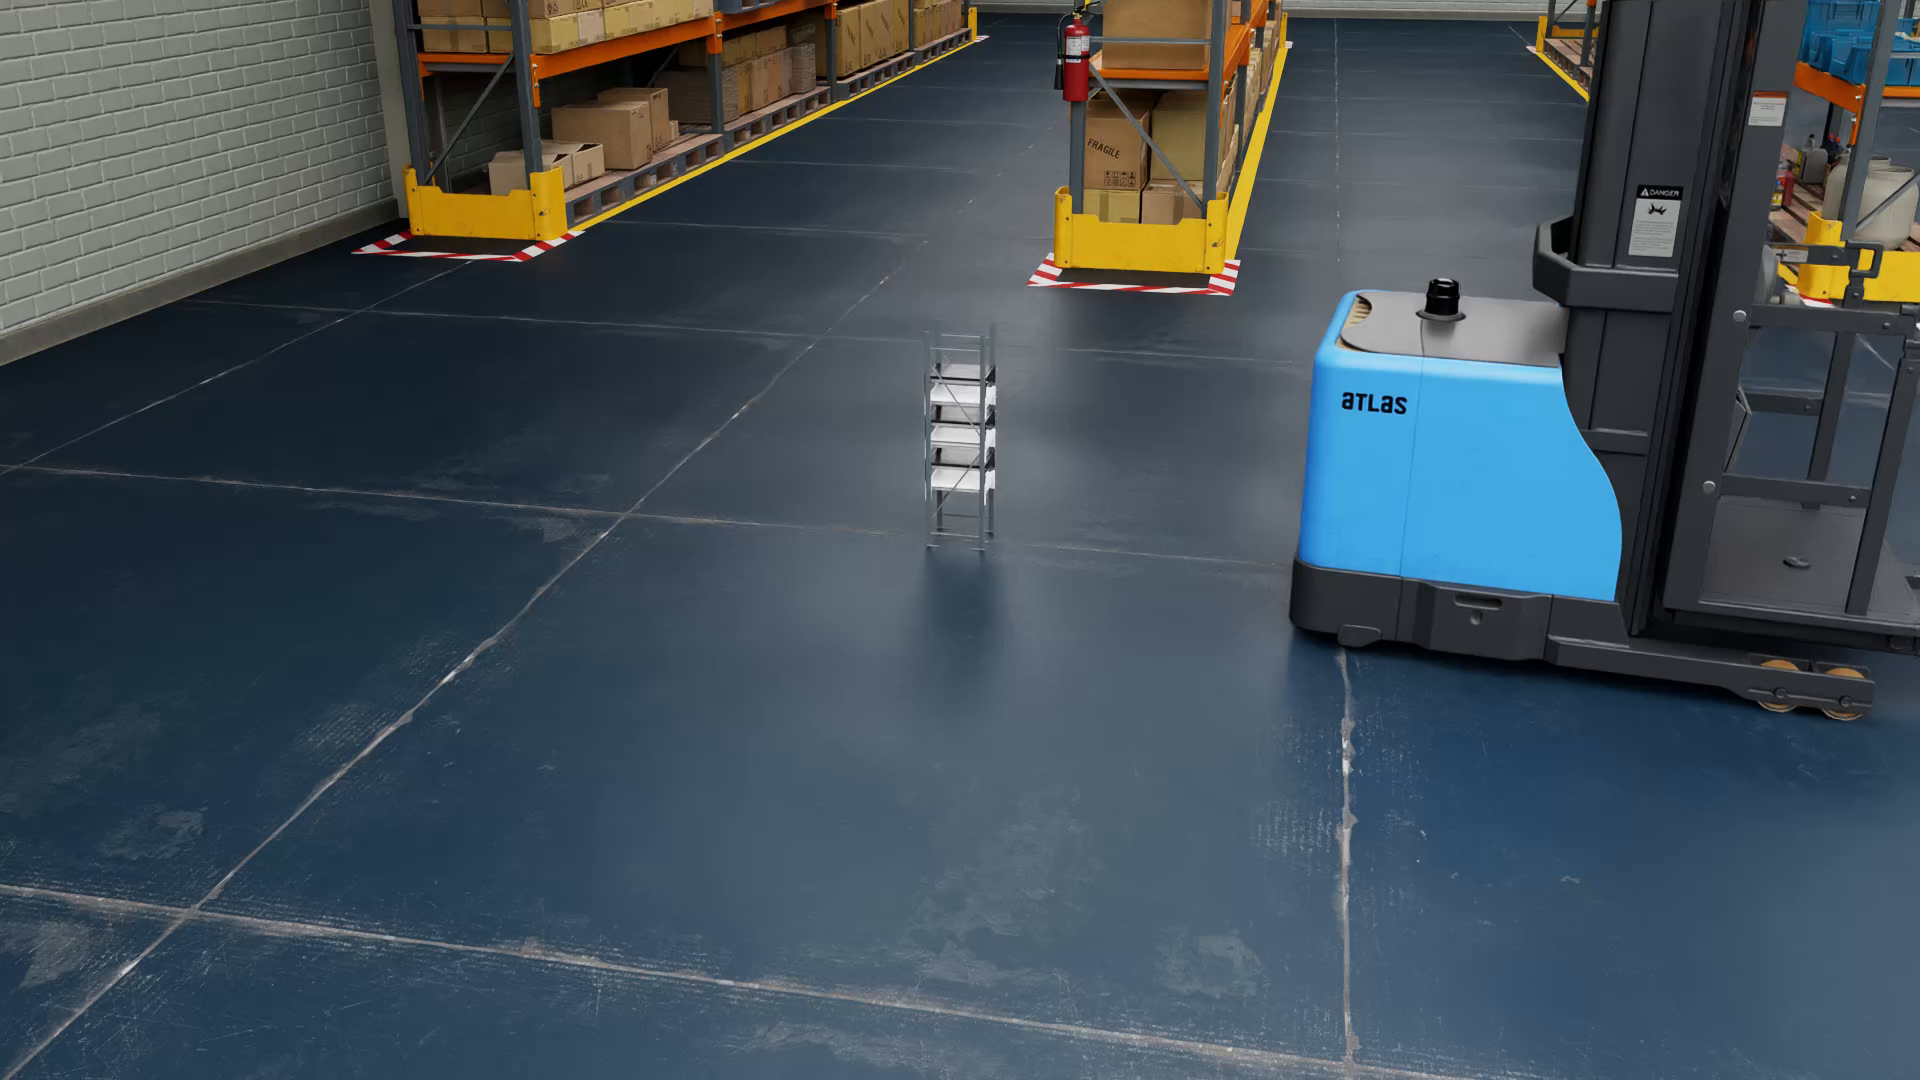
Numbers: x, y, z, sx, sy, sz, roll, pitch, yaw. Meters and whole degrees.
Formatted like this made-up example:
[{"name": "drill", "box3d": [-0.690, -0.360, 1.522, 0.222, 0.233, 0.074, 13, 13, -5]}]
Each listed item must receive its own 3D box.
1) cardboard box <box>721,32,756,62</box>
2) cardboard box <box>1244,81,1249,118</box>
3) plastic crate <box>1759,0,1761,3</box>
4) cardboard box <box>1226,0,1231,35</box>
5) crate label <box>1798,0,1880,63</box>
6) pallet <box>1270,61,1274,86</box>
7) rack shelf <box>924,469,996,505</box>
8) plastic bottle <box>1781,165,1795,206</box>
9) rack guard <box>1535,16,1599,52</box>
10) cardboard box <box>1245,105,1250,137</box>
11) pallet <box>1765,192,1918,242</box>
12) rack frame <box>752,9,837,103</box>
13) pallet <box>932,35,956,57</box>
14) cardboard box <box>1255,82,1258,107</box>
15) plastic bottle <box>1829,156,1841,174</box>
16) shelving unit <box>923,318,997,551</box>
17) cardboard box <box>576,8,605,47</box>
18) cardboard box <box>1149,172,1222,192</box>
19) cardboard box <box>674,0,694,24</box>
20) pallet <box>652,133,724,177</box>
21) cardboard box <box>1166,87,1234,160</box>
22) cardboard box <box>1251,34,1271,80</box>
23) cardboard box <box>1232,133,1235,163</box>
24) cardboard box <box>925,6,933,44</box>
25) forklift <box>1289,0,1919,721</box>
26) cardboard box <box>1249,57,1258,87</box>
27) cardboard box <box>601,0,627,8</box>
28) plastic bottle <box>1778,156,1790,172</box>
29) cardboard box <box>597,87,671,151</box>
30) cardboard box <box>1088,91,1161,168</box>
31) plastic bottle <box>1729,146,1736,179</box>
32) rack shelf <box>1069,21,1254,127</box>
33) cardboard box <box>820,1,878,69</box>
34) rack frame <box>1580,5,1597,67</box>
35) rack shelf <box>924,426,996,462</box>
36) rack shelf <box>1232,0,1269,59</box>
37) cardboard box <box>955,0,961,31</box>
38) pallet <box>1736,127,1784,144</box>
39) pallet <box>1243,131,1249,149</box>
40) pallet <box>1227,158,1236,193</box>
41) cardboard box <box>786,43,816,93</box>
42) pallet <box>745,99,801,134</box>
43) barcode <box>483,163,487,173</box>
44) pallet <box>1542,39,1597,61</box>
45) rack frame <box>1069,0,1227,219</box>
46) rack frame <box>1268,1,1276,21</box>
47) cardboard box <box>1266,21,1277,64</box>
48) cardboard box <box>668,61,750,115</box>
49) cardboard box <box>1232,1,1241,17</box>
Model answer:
[{"name": "cardboard box", "box3d": [-2.455, -5.173, 17.437, 0.500, 0.250, 0.500, 4, 22, 9]}, {"name": "cardboard box", "box3d": [2.400, -4.094, 15.371, 0.500, 0.311, 0.500, 5, 22, 11]}, {"name": "plastic crate", "box3d": [6.719, -4.633, 14.257, 0.402, 0.464, 0.583, 4, 22, 11]}, {"name": "cardboard box", "box3d": [1.886, -4.472, 13.809, 0.700, 0.500, 0.500, 4, 22, 10]}, {"name": "crate label", "box3d": [6.215, -3.650, 11.855, 0.502, 0.435, 0.616, 4, 22, 11]}, {"name": "pallet", "box3d": [3.575, -6.114, 21.752, 1.003, 0.211, 1.213, 4, 22, 11]}, {"name": "rack shelf", "box3d": [0.002, -0.223, 6.773, 0.258, 0.077, 0.200, 4, 22, 11]}, {"name": "plastic bottle", "box3d": [6.232, -2.672, 12.519, 0.061, 0.283, 0.133, 4, 22, 11]}, {"name": "rack guard", "box3d": [9.361, -7.642, 25.160, 1.175, 0.500, 0.348, 4, 22, 11]}, {"name": "cardboard box", "box3d": [2.502, -4.017, 15.931, 0.500, 0.250, 0.500, 5, 22, 12]}, {"name": "pallet", "box3d": [6.496, -2.420, 12.579, 1.003, 0.211, 1.213, 4, 22, 11]}, {"name": "rack frame", "box3d": [-1.962, -6.621, 19.279, 1.000, 3.000, 0.127, 4, 22, 11]}, {"name": "pallet", "box3d": [-0.667, -7.510, 25.219, 1.003, 0.211, 1.213, 4, 22, 11]}, {"name": "cardboard box", "box3d": [2.918, -4.765, 17.787, 0.500, 0.250, 0.500, 4, 22, 10]}, {"name": "plastic bottle", "box3d": [6.825, -2.850, 12.963, 0.061, 0.283, 0.133, 4, 22, 11]}, {"name": "shelving unit", "box3d": [0.002, -0.420, 6.693, 0.258, 0.900, 0.210, 4, 22, 11]}, {"name": "cardboard box", "box3d": [-3.092, -3.981, 12.896, 0.500, 0.250, 0.500, 4, 22, 9]}, {"name": "cardboard box", "box3d": [1.681, -2.601, 12.415, 0.500, 0.250, 0.500, 4, 22, 11]}, {"name": "cardboard box", "box3d": [-2.688, -4.720, 14.733, 0.500, 0.250, 0.500, 5, 22, 11]}, {"name": "pallet", "box3d": [-2.881, -3.617, 15.551, 1.003, 0.211, 1.213, 4, 22, 11]}, {"name": "cardboard box", "box3d": [1.892, -3.314, 13.182, 0.500, 0.500, 0.500, 4, 22, 11]}, {"name": "cardboard box", "box3d": [3.469, -5.809, 20.020, 0.500, 0.500, 0.500, 4, 22, 10]}, {"name": "cardboard box", "box3d": [2.080, -3.333, 14.233, 0.500, 0.250, 0.500, 4, 22, 11]}, {"name": "cardboard box", "box3d": [-0.787, -7.569, 24.415, 0.700, 0.500, 0.500, 4, 22, 10]}, {"name": "forklift", "box3d": [2.756, -0.996, 5.404, 3.031, 2.935, 1.130, 7, 23, 17]}, {"name": "cardboard box", "box3d": [2.817, -4.839, 17.222, 0.500, 0.311, 0.500, 4, 22, 11]}, {"name": "cardboard box", "box3d": [-2.981, -4.503, 13.190, 0.500, 0.500, 0.500, 4, 22, 9]}, {"name": "plastic bottle", "box3d": [6.374, -2.854, 12.981, 0.152, 0.276, 0.135, 4, 22, 11]}, {"name": "cardboard box", "box3d": [-2.951, -3.820, 15.081, 0.500, 0.500, 0.500, 3, 22, 7]}, {"name": "cardboard box", "box3d": [1.263, -3.172, 12.829, 0.500, 0.500, 0.500, 4, 22, 11]}, {"name": "plastic bottle", "box3d": [6.349, -3.115, 13.530, 0.144, 0.351, 0.185, 5, 22, 12]}, {"name": "rack shelf", "box3d": [1.664, -3.717, 13.031, 1.077, 0.370, 4.000, 4, 22, 11]}, {"name": "cardboard box", "box3d": [-1.499, -6.398, 21.039, 0.750, 0.750, 0.750, 4, 22, 11]}, {"name": "rack frame", "box3d": [8.553, -7.329, 21.036, 1.000, 3.000, 0.127, 4, 22, 11]}, {"name": "rack shelf", "box3d": [0.002, -0.389, 6.705, 0.258, 0.077, 0.200, 4, 22, 11]}, {"name": "rack shelf", "box3d": [2.480, -5.180, 16.663, 1.077, 0.370, 4.000, 4, 22, 11]}, {"name": "cardboard box", "box3d": [-0.375, -8.319, 26.278, 0.700, 0.500, 0.500, 4, 22, 11]}, {"name": "pallet", "box3d": [7.289, -3.847, 16.124, 1.003, 0.211, 1.213, 4, 22, 11]}, {"name": "pallet", "box3d": [2.431, -4.209, 17.021, 1.003, 0.211, 1.213, 4, 22, 11]}, {"name": "pallet", "box3d": [1.869, -3.201, 14.519, 1.003, 0.211, 1.213, 4, 22, 11]}, {"name": "cardboard box", "box3d": [-2.058, -5.399, 19.000, 0.700, 0.500, 0.500, 5, 22, 12]}, {"name": "pallet", "box3d": [-2.374, -4.597, 17.986, 1.003, 0.211, 1.213, 4, 22, 11]}, {"name": "barcode", "box3d": [-3.753, -2.940, 13.136, 0.001, 0.075, 0.075, 4, 22, 11]}, {"name": "pallet", "box3d": [9.163, -7.200, 24.448, 1.003, 0.211, 1.213, 4, 22, 11]}, {"name": "rack frame", "box3d": [1.256, -3.319, 11.080, 1.000, 3.000, 0.127, 4, 22, 11]}, {"name": "rack frame", "box3d": [3.704, -7.708, 21.977, 1.000, 3.000, 0.127, 4, 22, 11]}, {"name": "cardboard box", "box3d": [3.884, -6.550, 21.860, 0.500, 0.500, 0.500, 4, 22, 11]}, {"name": "cardboard box", "box3d": [-2.588, -4.666, 17.182, 0.700, 0.500, 0.500, 4, 22, 10]}, {"name": "cardboard box", "box3d": [2.453, -4.974, 15.525, 0.380, 0.149, 0.250, 4, 22, 11]}]
